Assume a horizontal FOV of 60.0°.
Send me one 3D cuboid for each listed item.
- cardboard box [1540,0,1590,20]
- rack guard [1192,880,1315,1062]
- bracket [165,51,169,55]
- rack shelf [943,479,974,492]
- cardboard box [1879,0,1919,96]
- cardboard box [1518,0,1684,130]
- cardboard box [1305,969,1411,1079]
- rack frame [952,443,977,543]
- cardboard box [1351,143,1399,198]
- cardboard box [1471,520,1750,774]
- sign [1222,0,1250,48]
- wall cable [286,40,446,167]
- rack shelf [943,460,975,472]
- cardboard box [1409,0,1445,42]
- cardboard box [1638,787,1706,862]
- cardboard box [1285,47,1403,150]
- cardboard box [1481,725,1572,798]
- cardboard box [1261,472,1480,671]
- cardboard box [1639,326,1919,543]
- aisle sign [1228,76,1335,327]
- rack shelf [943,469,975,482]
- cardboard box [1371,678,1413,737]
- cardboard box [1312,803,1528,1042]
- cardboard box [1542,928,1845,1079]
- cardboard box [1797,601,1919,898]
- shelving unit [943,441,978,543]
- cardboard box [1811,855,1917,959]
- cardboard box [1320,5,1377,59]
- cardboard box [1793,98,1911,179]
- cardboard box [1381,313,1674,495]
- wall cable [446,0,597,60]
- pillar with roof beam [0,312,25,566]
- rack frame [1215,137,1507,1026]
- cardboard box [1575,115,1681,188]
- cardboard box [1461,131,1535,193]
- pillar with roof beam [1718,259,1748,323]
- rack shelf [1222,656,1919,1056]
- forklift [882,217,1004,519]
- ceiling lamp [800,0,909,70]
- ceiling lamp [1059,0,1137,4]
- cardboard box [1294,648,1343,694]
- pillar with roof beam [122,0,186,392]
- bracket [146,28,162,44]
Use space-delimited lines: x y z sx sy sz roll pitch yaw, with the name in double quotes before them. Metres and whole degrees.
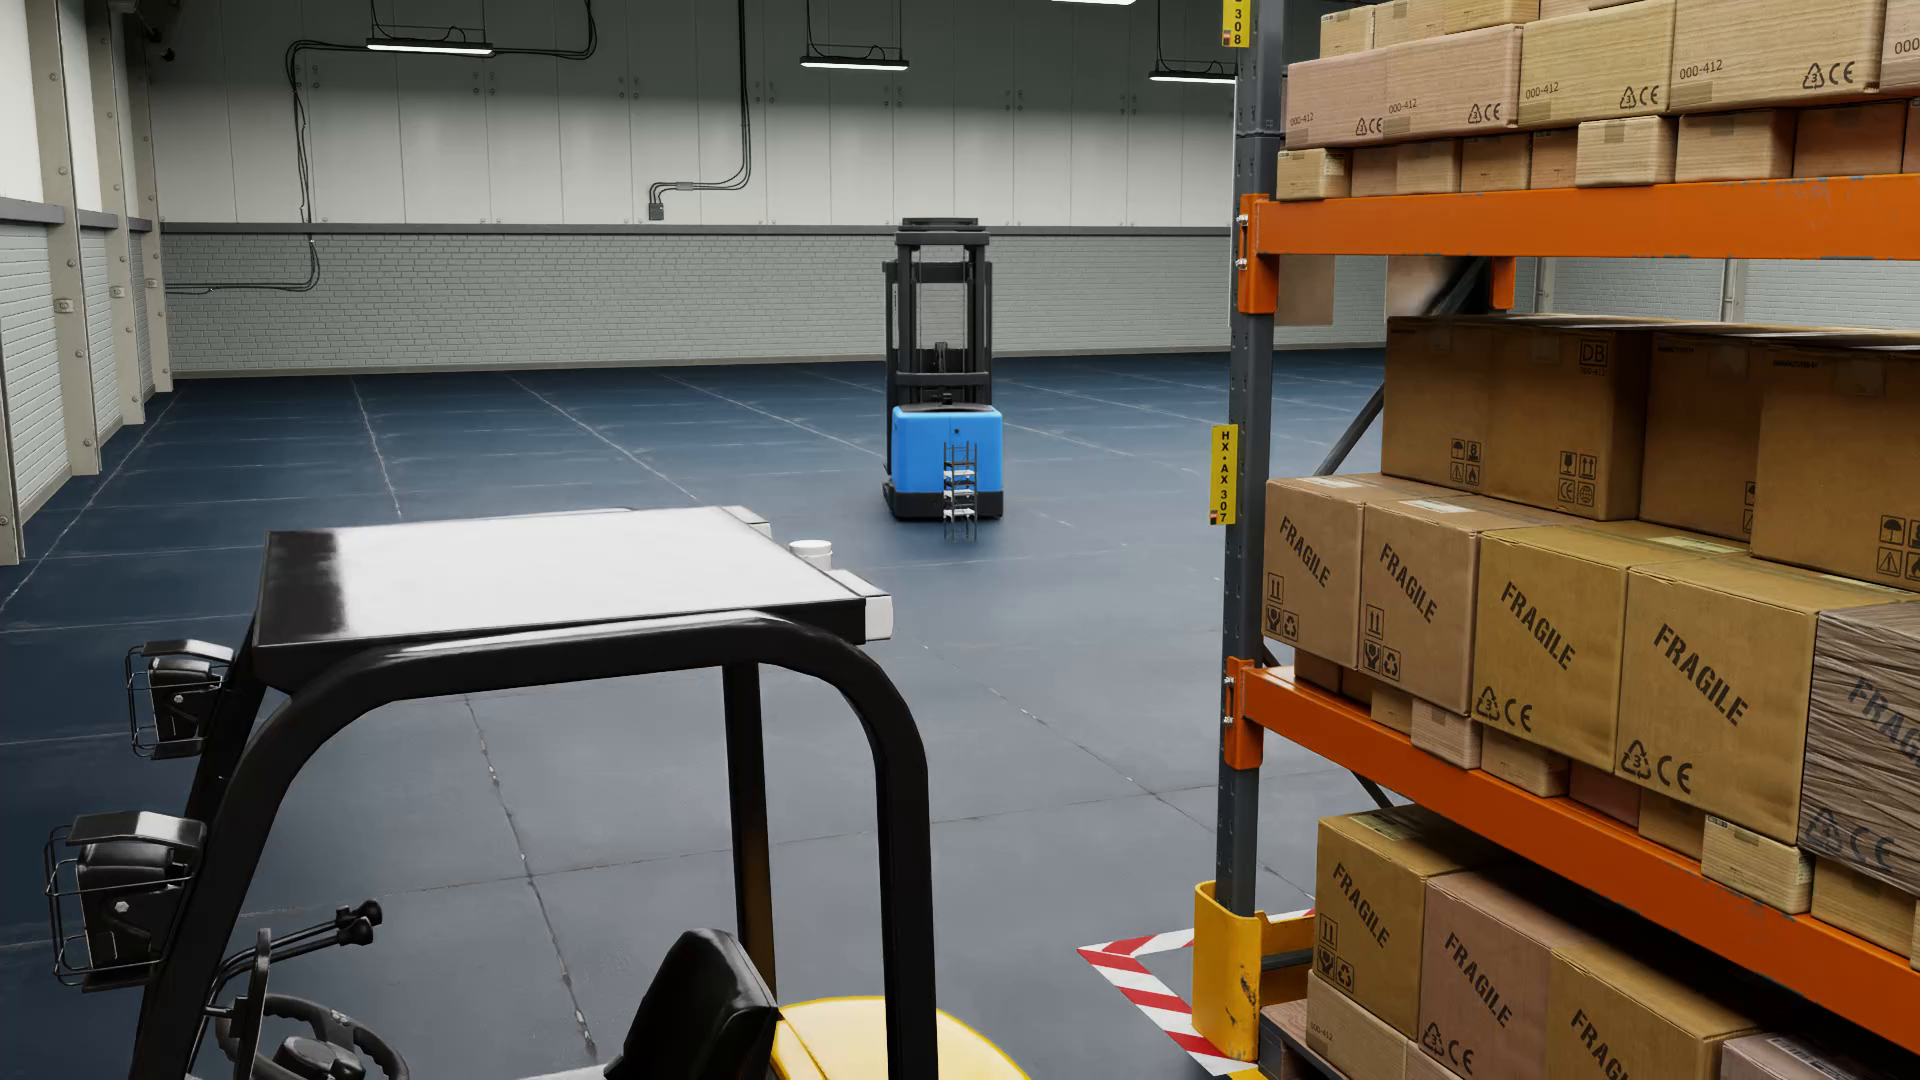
"cardboard box" 1.644 -1.330 4.035 0.380 0.149 0.250 -4 11 -21
"rack guard" 1.393 1.423 5.821 1.175 0.500 0.348 -4 11 -21
"bracket" -15.183 -9.337 31.765 0.076 0.066 3.189 -4 11 -21
"rack shelf" 0.003 -0.498 15.154 0.258 0.077 0.200 -4 11 -21
"cardboard box" 2.049 -0.938 2.971 0.500 0.250 0.500 -4 11 -22
"cardboard box" 1.683 -1.105 3.909 0.500 0.250 0.500 -4 11 -19
"cardboard box" 1.400 1.476 5.037 0.500 0.250 0.500 -4 11 -21
"rack frame" 0.040 -0.425 15.070 0.240 0.900 0.006 -4 11 -21
"cardboard box" 1.362 -1.061 4.802 0.380 0.149 0.250 -4 11 -23
"cardboard box" 1.655 0.247 4.162 0.500 0.500 0.500 -4 11 -22
"sign" 0.860 -1.692 5.139 0.100 0.325 0.005 -4 11 -21
"wall cable" -12.032 -8.878 33.910 3.097 2.526 0.112 -4 11 -21
"rack shelf" 0.003 -0.675 15.122 0.258 0.077 0.200 -4 11 -21
"cardboard box" 1.444 -1.410 4.485 0.380 0.149 0.250 -4 11 -21
"cardboard box" 1.815 0.630 3.861 0.380 0.149 0.250 -4 11 -22
"cardboard box" 1.299 -1.270 4.840 0.500 0.250 0.500 -4 11 -22
"cardboard box" 1.595 0.546 4.334 0.380 0.149 0.250 -4 11 -19
"cardboard box" 1.279 0.079 5.103 0.500 0.500 0.500 -4 11 -22
"cardboard box" 2.211 -0.278 4.260 0.700 0.500 0.500 -4 11 -22
"aisle sign" 1.054 -1.090 5.390 0.394 0.787 0.004 -4 11 -21
"rack shelf" 0.003 -0.586 15.138 0.258 0.077 0.200 -4 11 -21
"cardboard box" 1.421 0.461 4.809 0.380 0.149 0.250 -4 11 -23
"cardboard box" 1.409 1.111 4.950 0.500 0.500 0.500 -4 11 -23
"cardboard box" 1.777 1.279 4.008 0.500 0.500 0.500 -4 11 -20
"cardboard box" 2.037 0.413 3.230 0.500 0.500 0.500 -4 11 -19
"shelving unit" 0.003 -0.442 15.164 0.258 0.900 0.210 -4 11 -21
"cardboard box" 1.978 0.714 3.386 0.380 0.149 0.250 -4 11 -22
"cardboard box" 1.304 -1.495 4.962 0.380 0.149 0.250 -4 11 -21
"cardboard box" 1.945 -0.811 3.394 0.380 0.149 0.250 -4 11 -21
"cardboard box" 1.754 -0.438 5.158 0.700 0.500 0.500 -4 11 -22
"wall cable" -9.148 -11.314 34.616 3.097 2.526 0.112 -4 11 -21
"pillar with roof beam" -4.183 -4.519 14.959 9.100 9.000 0.400 -4 11 -21
"rack frame" 1.366 0.180 5.672 1.000 3.000 0.127 -4 11 -21
"cardboard box" 1.655 -0.888 3.827 0.380 0.149 0.250 -4 11 -20
"cardboard box" 1.538 -0.977 4.328 0.380 0.149 0.250 -4 11 -21
"pillar with roof beam" 12.802 -7.930 34.137 9.100 9.000 0.548 -4 11 -21
"rack shelf" 2.090 0.861 3.899 1.077 0.370 4.000 -4 11 -21
"forklift" -0.239 -1.861 17.342 1.130 2.935 3.031 -1 10 -6
"ceiling lamp" -2.004 -10.197 30.214 2.000 3.185 0.800 -4 11 -21
"ceiling lamp" 1.298 -8.710 21.855 2.000 3.185 0.800 -4 11 -21
"cardboard box" 1.296 0.372 5.308 0.380 0.149 0.250 -4 11 -21
"pillar with roof beam" -10.706 -7.457 31.476 9.100 9.000 0.548 -4 11 -21
"bracket" -14.237 -8.911 29.371 0.235 0.232 0.430 -4 11 -21
